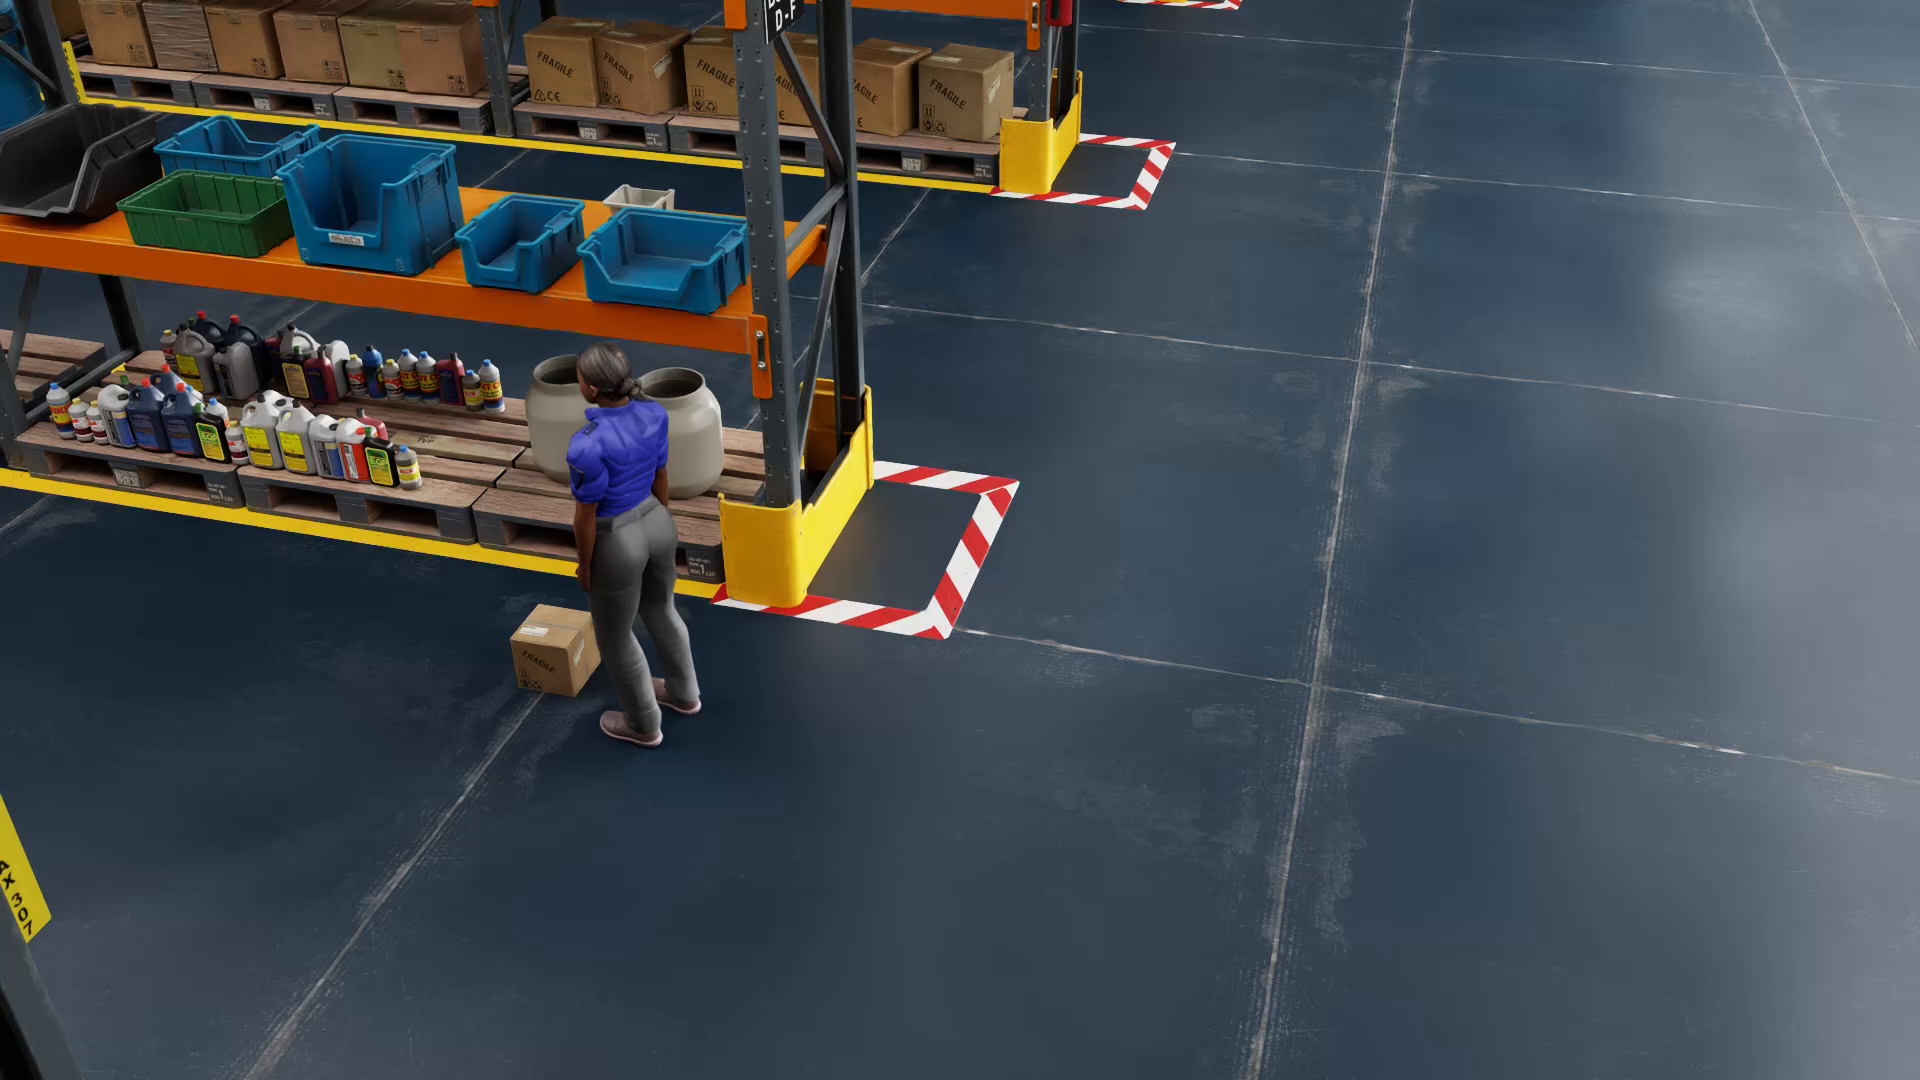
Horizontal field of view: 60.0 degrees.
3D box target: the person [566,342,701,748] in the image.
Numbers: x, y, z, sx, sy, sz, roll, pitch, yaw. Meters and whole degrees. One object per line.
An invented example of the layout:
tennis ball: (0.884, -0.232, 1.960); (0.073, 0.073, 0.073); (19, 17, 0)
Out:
person: (-1.235, 0.021, 6.116); (0.310, 1.656, 0.437); (22, 39, 29)
